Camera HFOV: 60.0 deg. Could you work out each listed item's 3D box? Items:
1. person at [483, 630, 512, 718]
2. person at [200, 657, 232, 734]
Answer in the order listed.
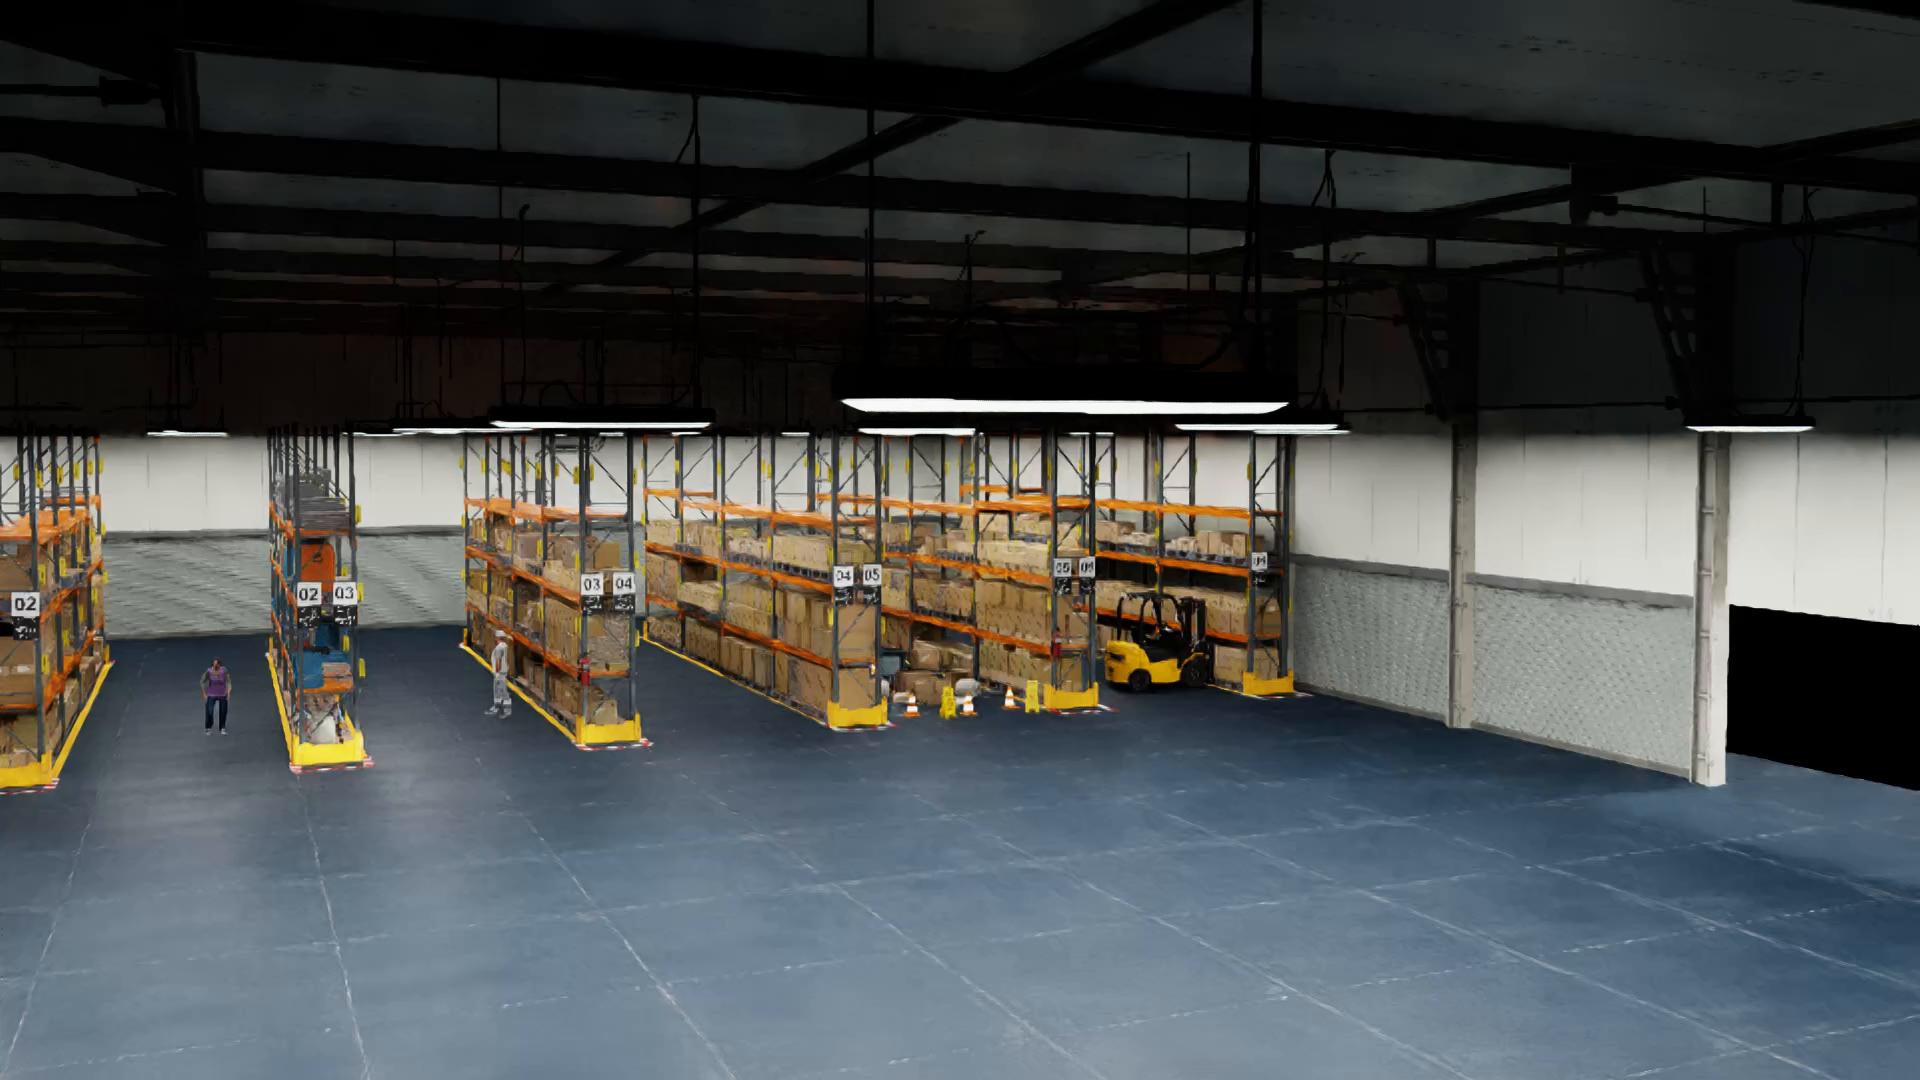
[{"bbox_3d":[-9.516,2.732,34.170,0.624,1.784,0.760,0,4,-7],"label":"person"},{"bbox_3d":[-14.347,2.999,32.076,0.566,1.541,0.519,-2,4,-27],"label":"person"}]
